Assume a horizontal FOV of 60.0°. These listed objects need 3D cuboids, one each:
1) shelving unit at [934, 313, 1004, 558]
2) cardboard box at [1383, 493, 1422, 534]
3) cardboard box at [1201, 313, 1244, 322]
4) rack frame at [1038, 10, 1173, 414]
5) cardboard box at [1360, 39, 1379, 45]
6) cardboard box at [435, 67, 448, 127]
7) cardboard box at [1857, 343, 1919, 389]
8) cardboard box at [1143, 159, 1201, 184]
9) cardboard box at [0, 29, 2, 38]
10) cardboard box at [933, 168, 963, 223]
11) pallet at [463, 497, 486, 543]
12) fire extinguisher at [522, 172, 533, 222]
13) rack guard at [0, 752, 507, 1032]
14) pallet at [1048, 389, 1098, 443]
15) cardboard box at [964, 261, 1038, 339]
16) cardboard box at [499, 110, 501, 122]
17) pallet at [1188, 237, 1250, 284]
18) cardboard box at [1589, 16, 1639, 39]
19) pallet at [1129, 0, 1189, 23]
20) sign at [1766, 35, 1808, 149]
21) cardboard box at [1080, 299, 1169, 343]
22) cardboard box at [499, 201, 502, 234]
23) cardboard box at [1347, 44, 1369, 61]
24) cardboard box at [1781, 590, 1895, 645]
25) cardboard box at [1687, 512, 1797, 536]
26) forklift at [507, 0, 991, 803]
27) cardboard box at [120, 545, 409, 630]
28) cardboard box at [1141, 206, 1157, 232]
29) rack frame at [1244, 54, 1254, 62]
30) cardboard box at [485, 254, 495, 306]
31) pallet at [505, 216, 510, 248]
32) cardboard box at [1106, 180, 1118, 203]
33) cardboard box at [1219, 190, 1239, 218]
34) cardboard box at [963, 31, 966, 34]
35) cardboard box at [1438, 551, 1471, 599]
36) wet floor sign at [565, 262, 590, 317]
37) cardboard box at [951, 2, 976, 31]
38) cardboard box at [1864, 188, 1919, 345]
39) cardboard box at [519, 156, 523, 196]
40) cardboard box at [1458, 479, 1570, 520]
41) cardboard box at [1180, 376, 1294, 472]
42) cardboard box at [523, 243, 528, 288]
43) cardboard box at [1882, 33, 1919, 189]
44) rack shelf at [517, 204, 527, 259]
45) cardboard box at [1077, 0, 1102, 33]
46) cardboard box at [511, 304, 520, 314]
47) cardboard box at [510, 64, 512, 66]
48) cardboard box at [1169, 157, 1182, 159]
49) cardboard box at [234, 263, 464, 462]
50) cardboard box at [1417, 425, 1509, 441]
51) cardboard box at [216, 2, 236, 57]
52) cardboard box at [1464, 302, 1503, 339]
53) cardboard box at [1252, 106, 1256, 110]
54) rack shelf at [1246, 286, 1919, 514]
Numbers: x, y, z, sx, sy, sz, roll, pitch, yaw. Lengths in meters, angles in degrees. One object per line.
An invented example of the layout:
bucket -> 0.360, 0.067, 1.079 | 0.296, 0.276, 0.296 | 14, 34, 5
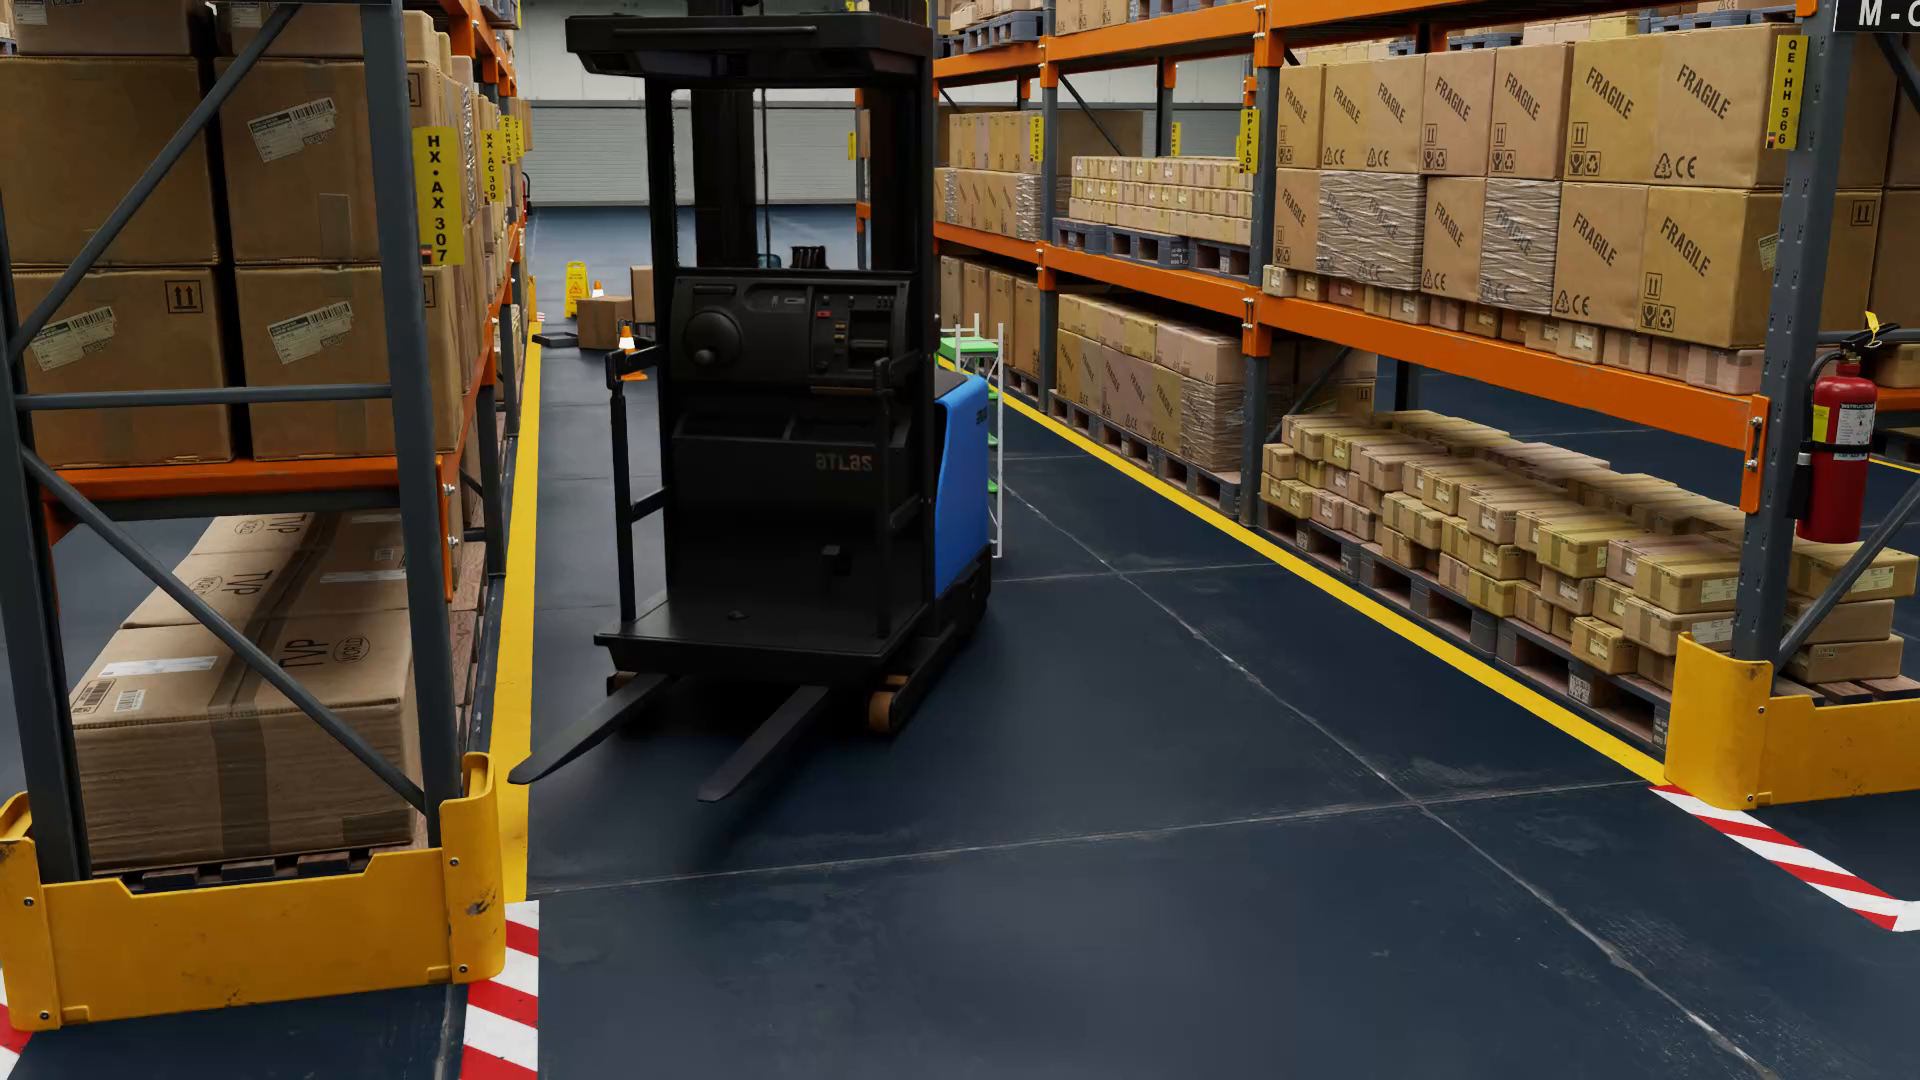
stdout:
shelving unit -> 0.039, -0.545, 8.628 | 0.258, 1.200, 0.503 | -3, 14, -13
cardboard box -> 2.169, -0.125, 7.612 | 0.380, 0.149, 0.250 | -3, 14, -14
cardboard box -> 1.896, -1.339, 10.888 | 0.500, 0.250, 0.500 | -3, 14, -11
rack frame -> 1.116, -2.482, 12.765 | 1.000, 3.000, 0.127 | -3, 14, -13
cardboard box -> 4.548, -5.414, 17.923 | 0.380, 0.149, 0.250 | -4, 14, -16
cardboard box -> -1.757, -1.117, 4.860 | 0.500, 0.500, 0.500 | -4, 14, -15
cardboard box -> 3.238, -0.607, 5.621 | 0.380, 0.149, 0.250 | -3, 14, -14
cardboard box -> 1.402, -2.374, 10.716 | 0.380, 0.149, 0.250 | -3, 14, -14
cardboard box -> -9.825, -5.162, 16.604 | 0.396, 0.266, 0.258 | -3, 14, -13
cardboard box -> 0.039, -3.317, 15.972 | 0.500, 0.500, 0.500 | -3, 14, -13
pallet -> -2.987, -0.079, 8.805 | 1.003, 0.211, 1.213 | -3, 14, -13
fire extinguisher -> -5.130, -4.042, 19.316 | 0.296, 0.674, 0.183 | -3, 14, -13
rack guard -> -1.787, 0.883, 4.260 | 1.175, 0.500, 0.348 | -3, 14, -13
pallet -> 1.298, -0.947, 12.357 | 1.003, 0.211, 1.213 | -3, 14, -13
cardboard box -> 0.633, -2.155, 15.281 | 1.050, 0.750, 0.750 | -3, 14, -13
cardboard box -> -4.021, -3.503, 13.857 | 0.380, 0.149, 0.250 | -4, 14, -16
pallet -> 2.017, -1.650, 9.765 | 1.003, 0.211, 1.213 | -3, 14, -13
cardboard box -> 5.611, -4.215, 13.855 | 0.500, 0.250, 0.500 | -3, 14, -13
pallet -> 1.768, -3.312, 10.240 | 1.213, 0.211, 1.003 | -3, 14, -13
sign -> 2.451, -1.326, 4.928 | 0.100, 0.325, 0.005 | -3, 14, -13
cardboard box -> 1.162, -1.546, 11.737 | 0.500, 0.250, 0.500 | -3, 14, -14
cardboard box -> -2.925, -1.900, 9.647 | 0.500, 0.250, 0.500 | -4, 14, -15
cardboard box -> 4.548, -5.254, 18.106 | 0.500, 0.250, 0.500 | -3, 14, -12
cardboard box -> 3.121, 0.265, 6.017 | 0.380, 0.149, 0.250 | -3, 14, -11
cardboard box -> 3.086, -0.006, 6.501 | 0.380, 0.149, 0.250 | -3, 14, -13
forklift -> -0.694, -0.811, 6.072 | 1.130, 2.935, 3.031 | 3, 14, 13
cardboard box -> -2.268, 0.346, 5.703 | 0.875, 0.438, 0.875 | -3, 14, -12
cardboard box -> 1.398, -2.083, 10.778 | 0.380, 0.149, 0.250 | -4, 14, -15
rack frame -> 4.082, -7.495, 20.643 | 1.000, 3.000, 0.127 | -3, 14, -13
cardboard box -> -2.579, -1.303, 8.256 | 0.500, 0.250, 0.500 | -4, 14, -14
pallet -> -3.943, -2.248, 12.211 | 1.213, 0.211, 1.003 | -3, 14, -13
cardboard box -> 1.226, -2.403, 11.462 | 0.380, 0.149, 0.250 | -3, 14, -13
cardboard box -> 1.707, -1.927, 9.511 | 0.380, 0.149, 0.250 | -3, 14, -13
cardboard box -> 0.243, -5.270, 17.292 | 0.380, 0.149, 0.250 | -4, 14, -14
cardboard box -> 2.295, 0.140, 7.157 | 0.380, 0.149, 0.250 | -3, 14, -12
wet floor sign -> -4.555, -2.988, 19.797 | 0.267, 0.644, 0.232 | 2, 14, 6
cardboard box -> 0.076, -4.896, 15.513 | 0.258, 0.266, 0.396 | -4, 14, -14
cardboard box -> 3.158, -0.948, 5.650 | 0.500, 0.500, 0.500 | -3, 14, -11
cardboard box -> -5.042, -3.995, 18.123 | 0.500, 0.500, 0.500 | -3, 14, -13
cardboard box -> 2.366, -0.155, 7.110 | 0.380, 0.149, 0.250 | -4, 14, -15
cardboard box -> 1.637, -0.705, 9.876 | 0.500, 0.500, 0.500 | -4, 14, -14
cardboard box -> -4.983, -2.970, 18.092 | 0.500, 0.500, 0.500 | -3, 14, -11
cardboard box -> 3.148, -1.433, 5.529 | 0.500, 0.500, 0.500 | -3, 14, -14
rack shelf -> -5.081, -3.217, 17.291 | 1.077, 0.370, 4.000 | -3, 14, -13
cardboard box -> 1.116, -3.726, 11.326 | 0.500, 0.500, 0.500 | -3, 14, -13
cardboard box -> -4.486, -1.912, 15.084 | 0.950, 0.372, 0.625 | -3, 14, -12
cardboard box -> -4.791, -4.945, 17.054 | 0.380, 0.149, 0.250 | -3, 14, -14
cardboard box -> 1.734, -2.707, 12.078 | 0.380, 0.149, 0.250 | -3, 14, -14
cardboard box -> -1.627, -0.512, 4.493 | 0.500, 0.500, 0.500 | -3, 14, -14
cardboard box -> 2.556, -0.486, 8.463 | 0.380, 0.149, 0.250 | -3, 14, -14
cardboard box -> -1.738, -1.340, 4.408 | 0.380, 0.149, 0.250 | -3, 14, -12
cardboard box -> 2.349, -0.936, 6.967 | 0.380, 0.149, 0.250 | -3, 14, -12
cardboard box -> 3.947, -5.117, 20.607 | 0.500, 0.500, 0.500 | -3, 14, -13
rack shelf -> 2.525, -0.748, 7.184 | 1.077, 0.370, 4.000 | -3, 14, -13
